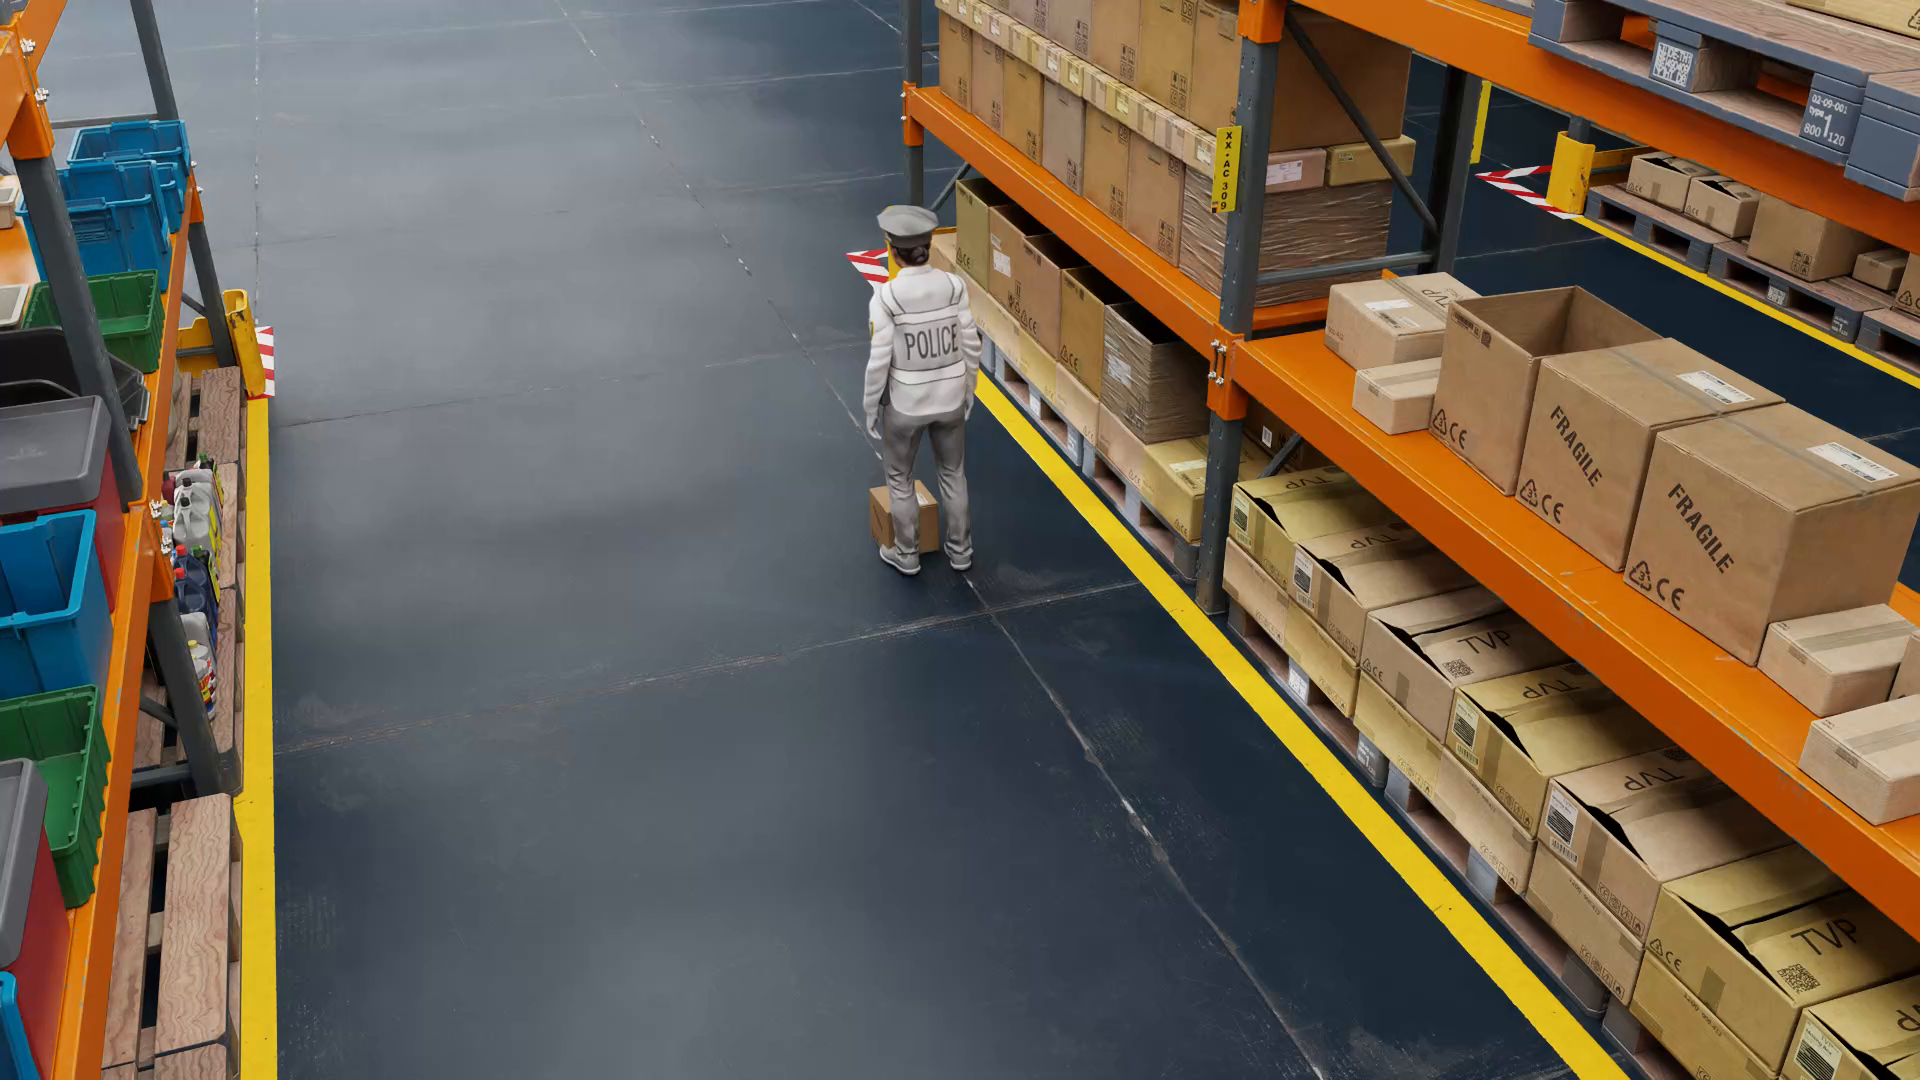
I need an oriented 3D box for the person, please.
[{"bbox_3d":[-0.176,-0.602,7.169,0.532,1.662,0.414,-12,32,-20],"label":"person"}]
